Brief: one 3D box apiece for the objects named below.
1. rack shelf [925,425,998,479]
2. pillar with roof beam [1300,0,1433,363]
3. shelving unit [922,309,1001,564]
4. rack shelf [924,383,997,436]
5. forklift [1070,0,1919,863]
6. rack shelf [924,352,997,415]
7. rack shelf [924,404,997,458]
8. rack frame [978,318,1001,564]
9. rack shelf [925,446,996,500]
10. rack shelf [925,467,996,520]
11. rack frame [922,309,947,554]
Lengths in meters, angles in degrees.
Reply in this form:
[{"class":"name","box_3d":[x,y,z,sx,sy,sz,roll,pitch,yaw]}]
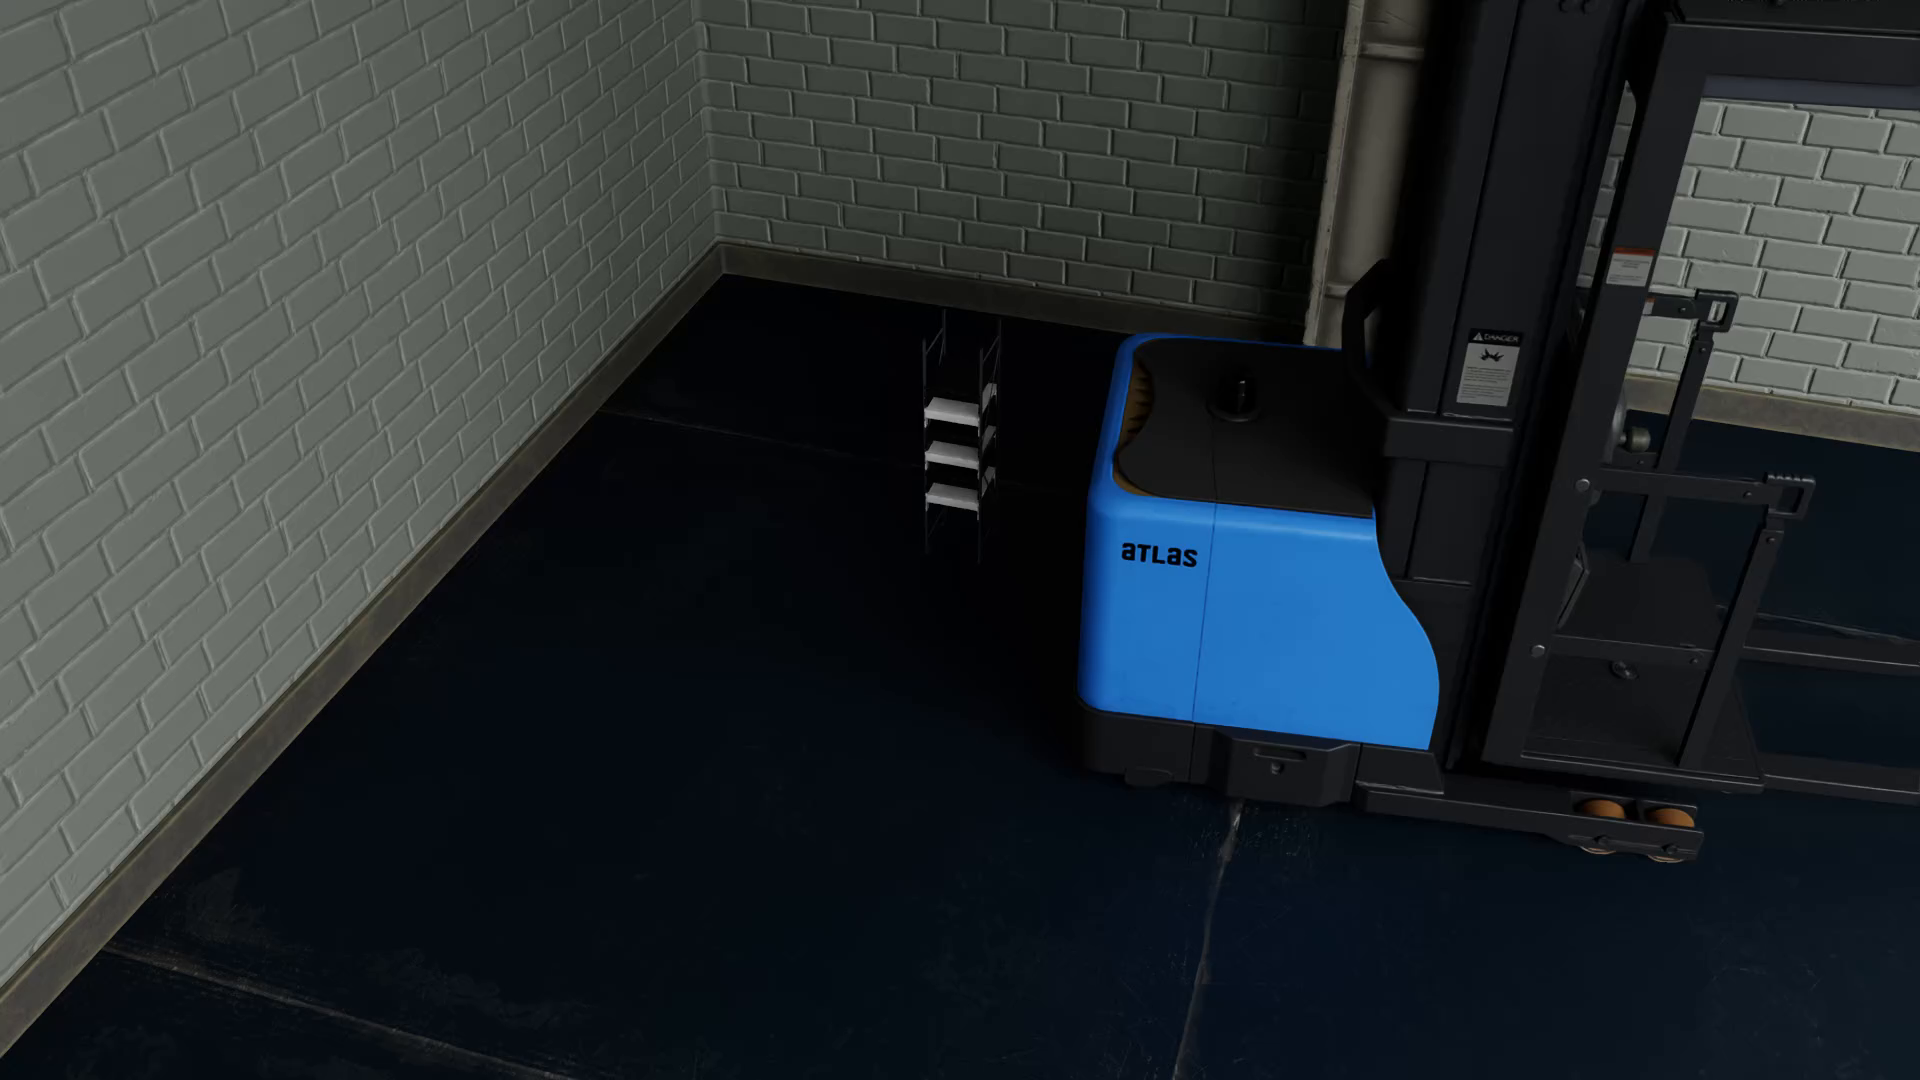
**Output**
[{"class":"rack shelf","box_3d":[0.008,-0.334,6.001,0.200,0.077,0.258,10,38,14]},{"class":"pillar with roof beam","box_3d":[0.381,-1.881,1.214,0.400,9.000,9.100,10,38,14]},{"class":"shelving unit","box_3d":[0.008,-0.361,5.981,0.210,0.900,0.258,10,38,14]},{"class":"rack shelf","box_3d":[0.008,-0.479,5.894,0.200,0.077,0.258,10,38,14]},{"class":"forklift","box_3d":[1.912,-0.563,4.542,3.031,2.935,1.130,6,37,8]},{"class":"rack shelf","box_3d":[0.008,-0.552,5.841,0.200,0.077,0.258,10,38,14]},{"class":"rack shelf","box_3d":[0.008,-0.407,5.948,0.200,0.077,0.258,10,38,14]},{"class":"rack frame","box_3d":[0.105,-0.343,5.957,0.006,0.900,0.240,10,38,14]},{"class":"rack shelf","box_3d":[0.008,-0.262,6.054,0.200,0.077,0.258,10,38,14]},{"class":"rack shelf","box_3d":[0.008,-0.189,6.108,0.200,0.077,0.258,10,38,14]},{"class":"rack frame","box_3d":[-0.089,-0.379,6.006,0.006,0.900,0.240,10,38,14]}]
